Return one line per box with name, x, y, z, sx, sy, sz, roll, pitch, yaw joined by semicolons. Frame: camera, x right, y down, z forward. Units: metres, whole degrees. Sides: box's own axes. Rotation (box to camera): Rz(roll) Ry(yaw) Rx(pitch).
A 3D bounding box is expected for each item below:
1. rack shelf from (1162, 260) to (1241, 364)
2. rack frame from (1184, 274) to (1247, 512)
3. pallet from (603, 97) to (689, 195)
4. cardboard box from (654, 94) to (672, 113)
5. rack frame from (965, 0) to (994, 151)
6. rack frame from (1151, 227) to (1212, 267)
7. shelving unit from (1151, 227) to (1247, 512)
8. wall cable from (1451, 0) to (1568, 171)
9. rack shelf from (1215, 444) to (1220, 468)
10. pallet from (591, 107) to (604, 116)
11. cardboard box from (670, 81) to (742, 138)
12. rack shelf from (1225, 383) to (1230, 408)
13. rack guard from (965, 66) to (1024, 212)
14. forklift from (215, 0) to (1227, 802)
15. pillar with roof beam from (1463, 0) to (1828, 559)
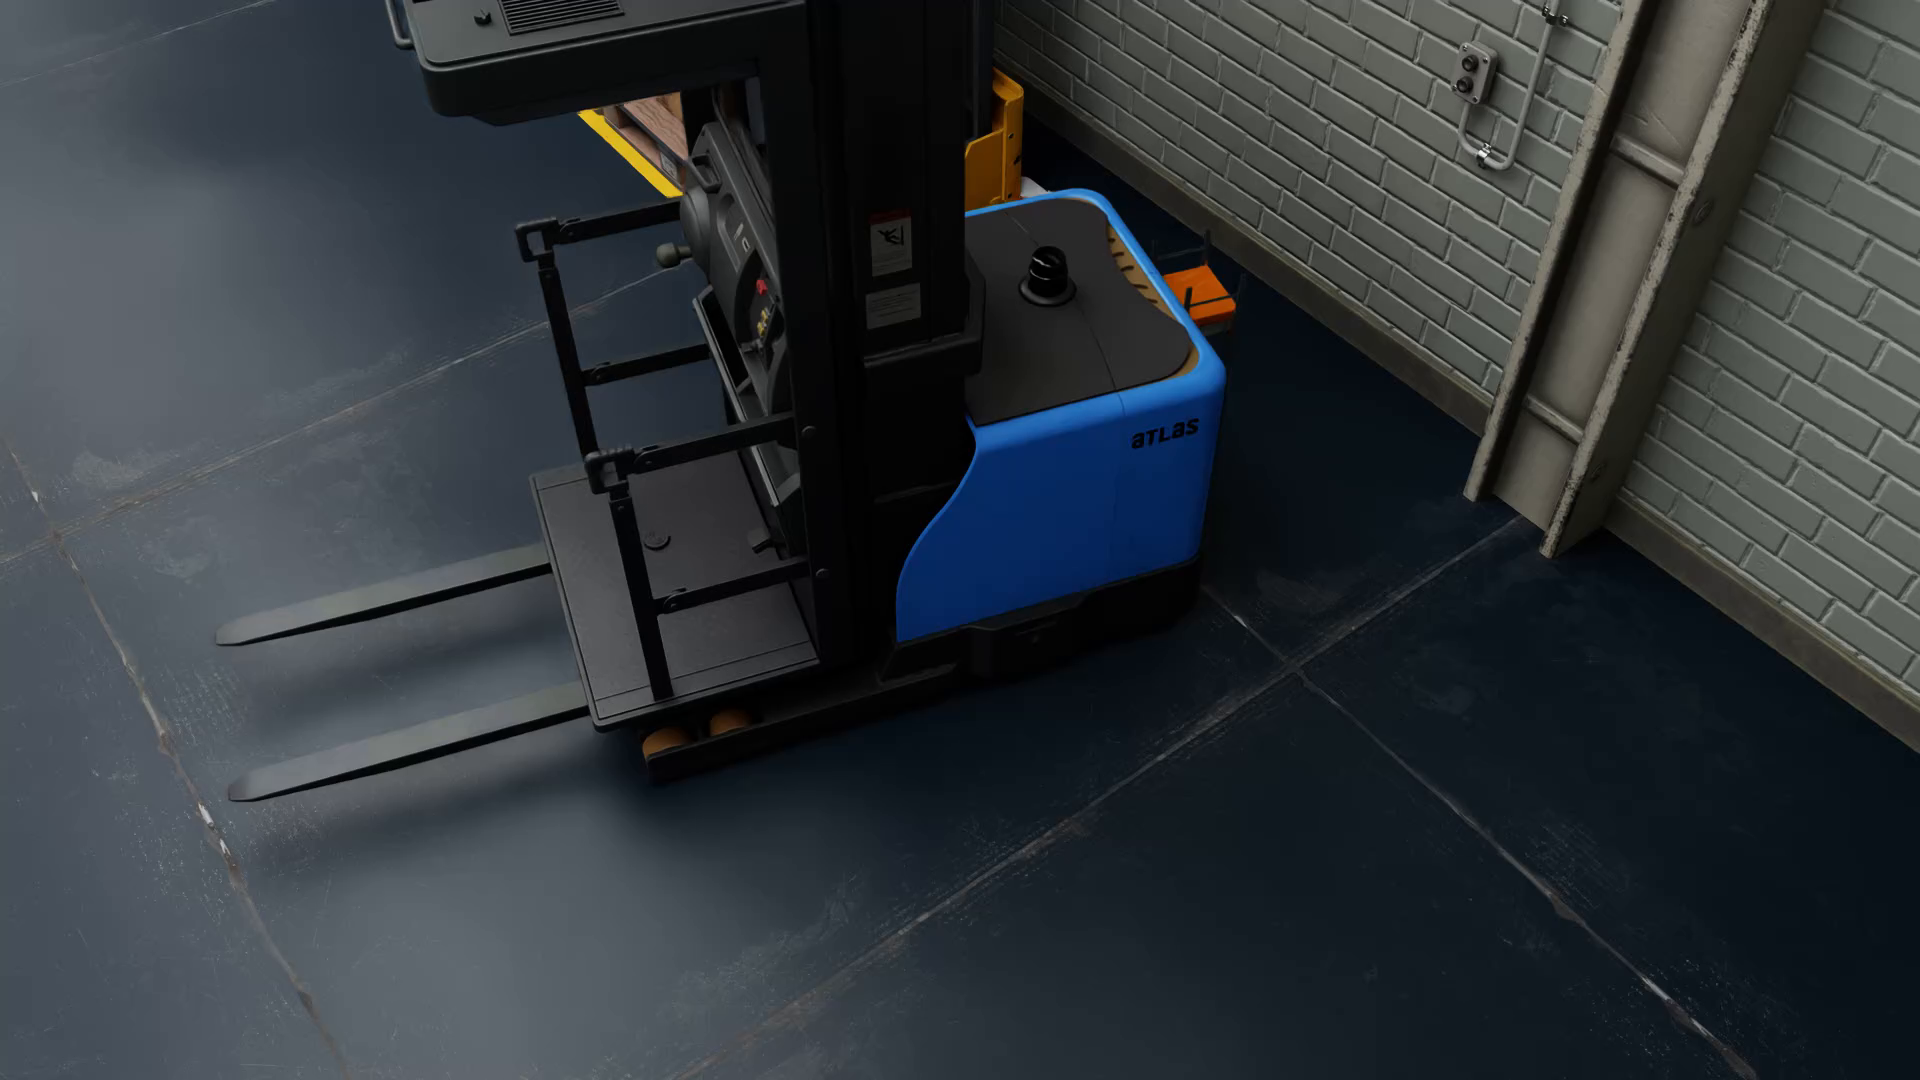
rack shelf;0.736;-0.700;5.307;0.215;0.259;0.240;-15;50;-13
rack frame;0.778;-0.431;5.432;0.200;1.050;0.008;-15;50;-13
pallet;-0.846;-1.828;7.265;1.003;0.211;1.213;-29;54;-24
cardboard box;-1.106;-2.293;7.208;0.700;0.500;0.500;-30;54;-24
rack frame;-0.300;-2.328;5.836;1.000;3.000;0.127;-29;54;-24
rack frame;0.694;-0.601;5.586;0.200;1.050;0.008;-15;50;-13
shelving unit;0.736;-0.516;5.509;0.215;1.050;0.252;-15;50;-13
wall cable;1.228;-2.339;5.160;0.084;1.984;1.851;-29;54;-24
rack shelf;0.736;-0.322;5.723;0.215;0.259;0.240;-15;50;-13
pallet;-1.581;-2.547;7.917;1.003;0.211;1.213;-29;54;-24
cardboard box;-0.803;-1.998;6.940;0.700;0.500;0.500;-29;54;-24
rack shelf;0.736;-0.509;5.517;0.215;0.259;0.240;-15;50;-13
rack guard;-0.285;-1.475;6.750;1.175;0.500;0.348;-29;54;-24
forklift;-0.789;-0.703;4.409;3.031;2.935;1.130;-15;50;-13
pillar with roof beam;-1.403;-1.208;0.771;9.100;9.000;0.400;-29;54;-24
